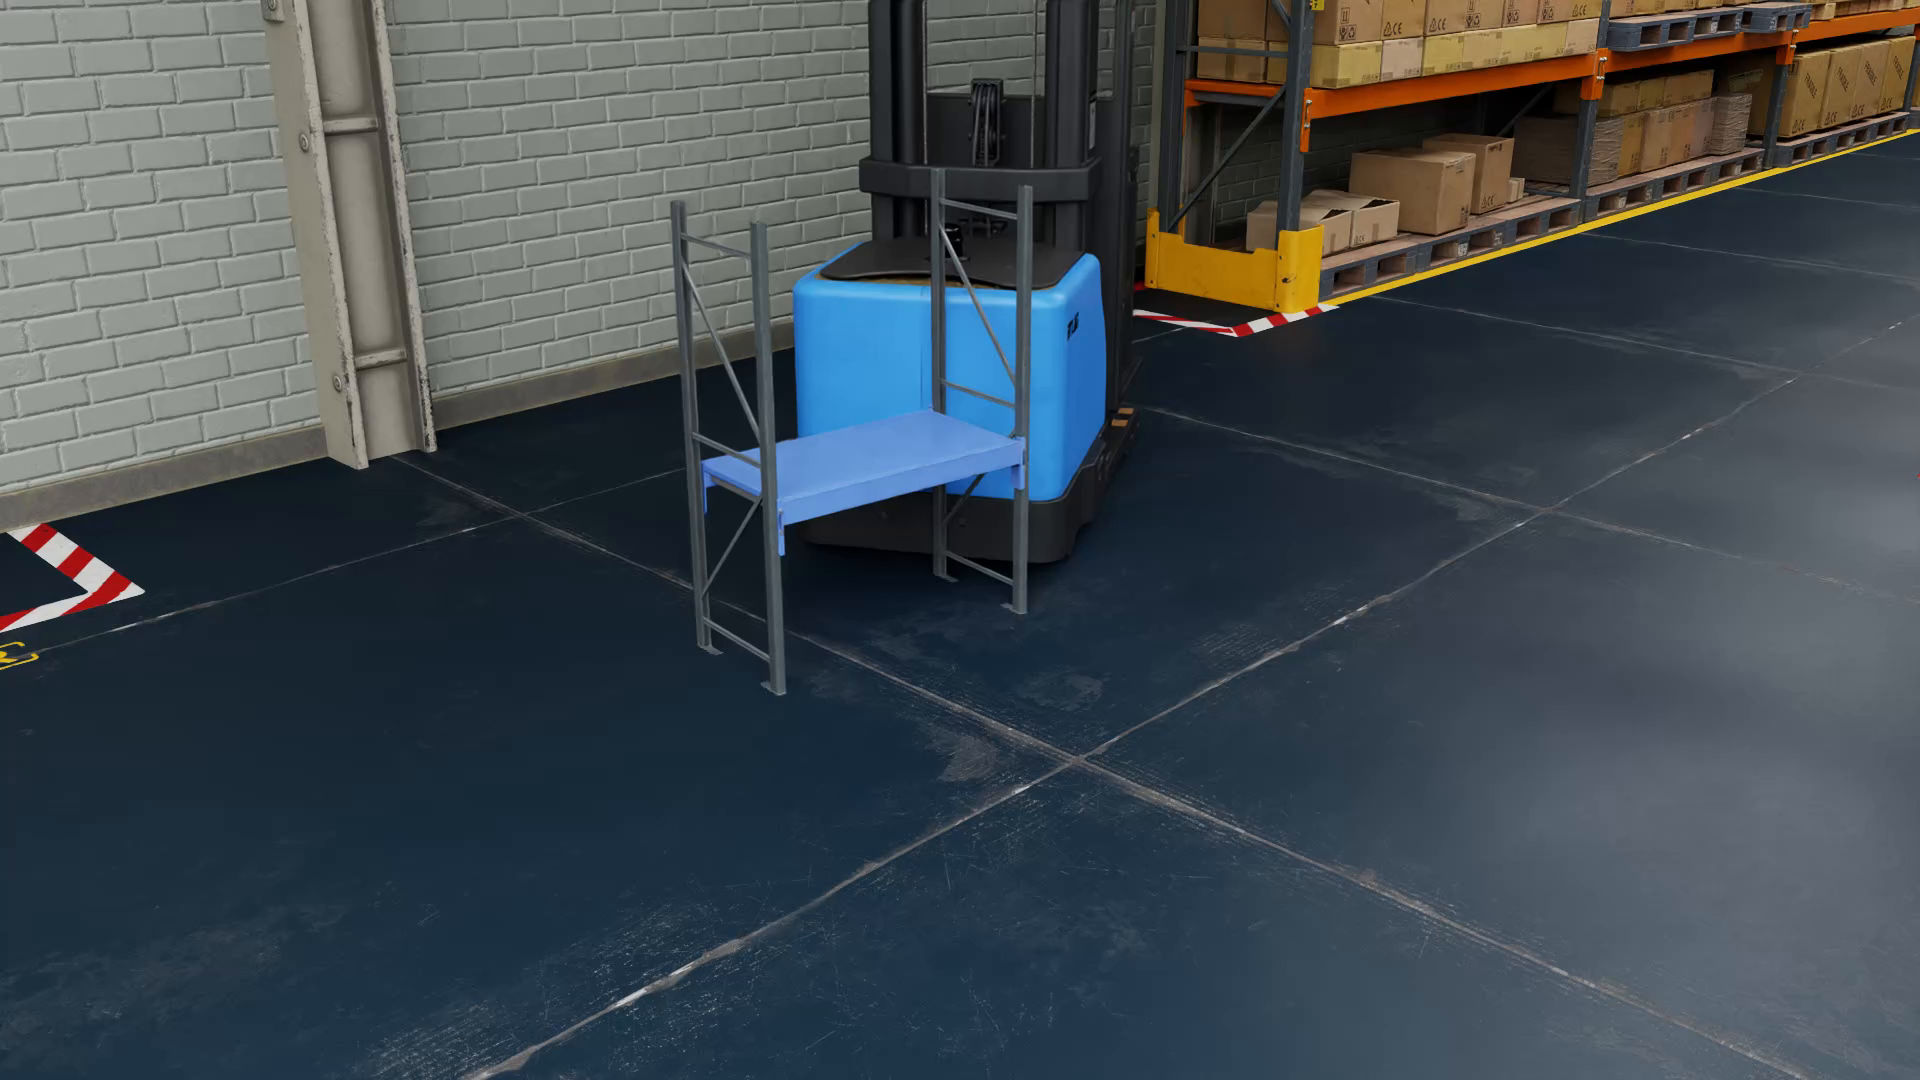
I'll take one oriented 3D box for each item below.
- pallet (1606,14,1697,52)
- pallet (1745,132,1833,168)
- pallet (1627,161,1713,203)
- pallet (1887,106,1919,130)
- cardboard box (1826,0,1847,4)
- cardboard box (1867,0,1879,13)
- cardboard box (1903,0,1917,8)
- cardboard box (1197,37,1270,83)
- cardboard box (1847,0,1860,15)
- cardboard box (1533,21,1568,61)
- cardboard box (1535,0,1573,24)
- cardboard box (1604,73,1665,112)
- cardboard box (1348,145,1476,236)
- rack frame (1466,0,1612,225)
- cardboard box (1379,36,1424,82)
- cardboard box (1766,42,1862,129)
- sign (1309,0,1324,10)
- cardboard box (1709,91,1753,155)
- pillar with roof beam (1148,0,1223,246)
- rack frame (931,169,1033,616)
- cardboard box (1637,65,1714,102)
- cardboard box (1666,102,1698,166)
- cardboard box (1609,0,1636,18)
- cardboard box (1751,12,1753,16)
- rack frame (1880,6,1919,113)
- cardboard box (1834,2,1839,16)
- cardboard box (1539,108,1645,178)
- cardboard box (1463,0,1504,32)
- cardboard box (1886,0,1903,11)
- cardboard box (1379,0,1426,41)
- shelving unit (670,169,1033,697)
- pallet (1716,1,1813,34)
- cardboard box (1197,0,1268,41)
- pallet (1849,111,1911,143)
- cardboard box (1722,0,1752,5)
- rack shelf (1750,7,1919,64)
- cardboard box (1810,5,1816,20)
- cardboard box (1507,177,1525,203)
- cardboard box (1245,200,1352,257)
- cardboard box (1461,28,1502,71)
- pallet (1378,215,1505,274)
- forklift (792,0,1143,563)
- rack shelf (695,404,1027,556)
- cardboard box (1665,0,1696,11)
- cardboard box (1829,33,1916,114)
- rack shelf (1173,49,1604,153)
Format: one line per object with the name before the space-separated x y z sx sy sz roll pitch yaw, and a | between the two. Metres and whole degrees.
pallet | 5.096 -4.047 13.190 1.003 0.211 1.213 19 28 41
pallet | 7.853 -3.887 16.392 1.003 0.211 1.213 19 28 41
pallet | 5.852 -3.190 14.581 1.003 0.211 1.213 19 28 41
pallet | 10.626 -4.907 19.047 1.003 0.211 1.213 19 28 41
cardboard box | 8.143 -5.392 15.841 0.500 0.500 0.500 -19 28 -40
cardboard box | 9.089 -5.451 16.899 0.380 0.149 0.250 18 28 39
cardboard box | 9.847 -5.696 17.536 0.250 0.149 0.380 -20 28 -41
cardboard box | 1.855 -3.056 10.526 0.500 0.250 0.500 -20 28 -41
cardboard box | 8.707 -5.320 16.558 0.380 0.149 0.250 19 28 41
cardboard box | 3.992 -3.592 11.920 0.500 0.250 0.500 19 28 41
cardboard box | 4.006 -3.937 11.773 0.500 0.500 0.500 19 28 40
cardboard box | 5.625 -3.807 14.124 0.500 0.250 0.500 18 28 39
cardboard box | 3.161 -2.465 11.677 0.700 0.500 0.500 17 27 37
rack frame | 4.459 -3.976 12.739 1.000 3.000 0.127 19 28 41
cardboard box | 2.588 -3.070 10.563 0.500 0.250 0.500 18 28 39
cardboard box | 8.472 -4.577 16.712 0.750 0.750 0.750 19 28 40
sign | 2.057 -3.216 9.555 0.100 0.325 0.005 19 28 41
cardboard box | 6.784 -3.845 15.268 0.500 0.500 0.700 -20 29 -41
pillar with roof beam | 4.621 -5.067 7.216 9.100 9.000 0.400 19 28 41
rack frame | 0.068 -0.503 5.794 0.032 1.500 0.500 -16 26 -36
cardboard box | 6.342 -4.064 14.793 0.500 0.250 0.500 -20 28 -41
cardboard box | 6.015 -3.607 14.648 0.700 0.500 0.500 19 28 40
cardboard box | 4.838 -4.351 12.960 0.700 0.500 0.500 19 28 41
cardboard box | 7.464 -5.110 16.012 0.380 0.149 0.250 20 28 41
rack frame | 10.040 -6.033 18.089 1.000 3.000 0.127 19 28 41
cardboard box | 8.335 -5.197 16.238 0.250 0.149 0.380 -19 28 -41
cardboard box | 5.285 -3.354 13.990 0.700 0.500 0.500 19 28 40
cardboard box | 3.285 -3.676 11.095 0.500 0.500 0.500 -19 28 -40
cardboard box | 9.492 -5.558 17.177 0.380 0.149 0.250 19 28 41
cardboard box | 2.569 -3.409 10.400 0.500 0.500 0.500 19 28 41
shelving unit | -0.327 -0.389 5.495 1.048 1.500 0.538 -16 26 -36
pallet | 6.828 -4.705 14.902 1.213 0.211 1.003 19 28 41
cardboard box | 1.845 -3.412 10.406 0.500 0.500 0.500 19 28 40
pallet | 9.555 -4.514 18.024 1.003 0.211 1.213 19 28 41
cardboard box | 6.558 -4.983 14.605 0.700 0.500 0.500 16 26 36
rack shelf | 8.644 -5.183 16.881 1.077 0.370 4.000 19 28 41
cardboard box | 7.827 -4.986 15.688 0.250 0.149 0.380 -20 29 -41
cardboard box | 4.107 -2.714 12.791 0.380 0.166 0.250 15 26 34
cardboard box | 2.215 -2.054 10.871 0.500 0.311 0.500 15 26 35
cardboard box | 3.302 -3.329 11.237 0.500 0.250 0.500 20 28 41
pallet | 3.164 -2.178 11.947 1.003 0.211 1.213 19 28 41
forklift | 0.222 -1.778 7.116 1.130 2.935 3.031 5 22 13
rack shelf | -0.327 -0.221 5.560 1.000 0.185 0.538 -16 26 -36
cardboard box | 5.670 -4.670 13.790 0.500 0.500 0.700 -16 26 -35
cardboard box | 9.679 -5.026 17.880 0.750 0.750 0.750 20 28 41
rack shelf | 3.064 -3.126 11.530 1.077 0.370 4.000 19 28 41
